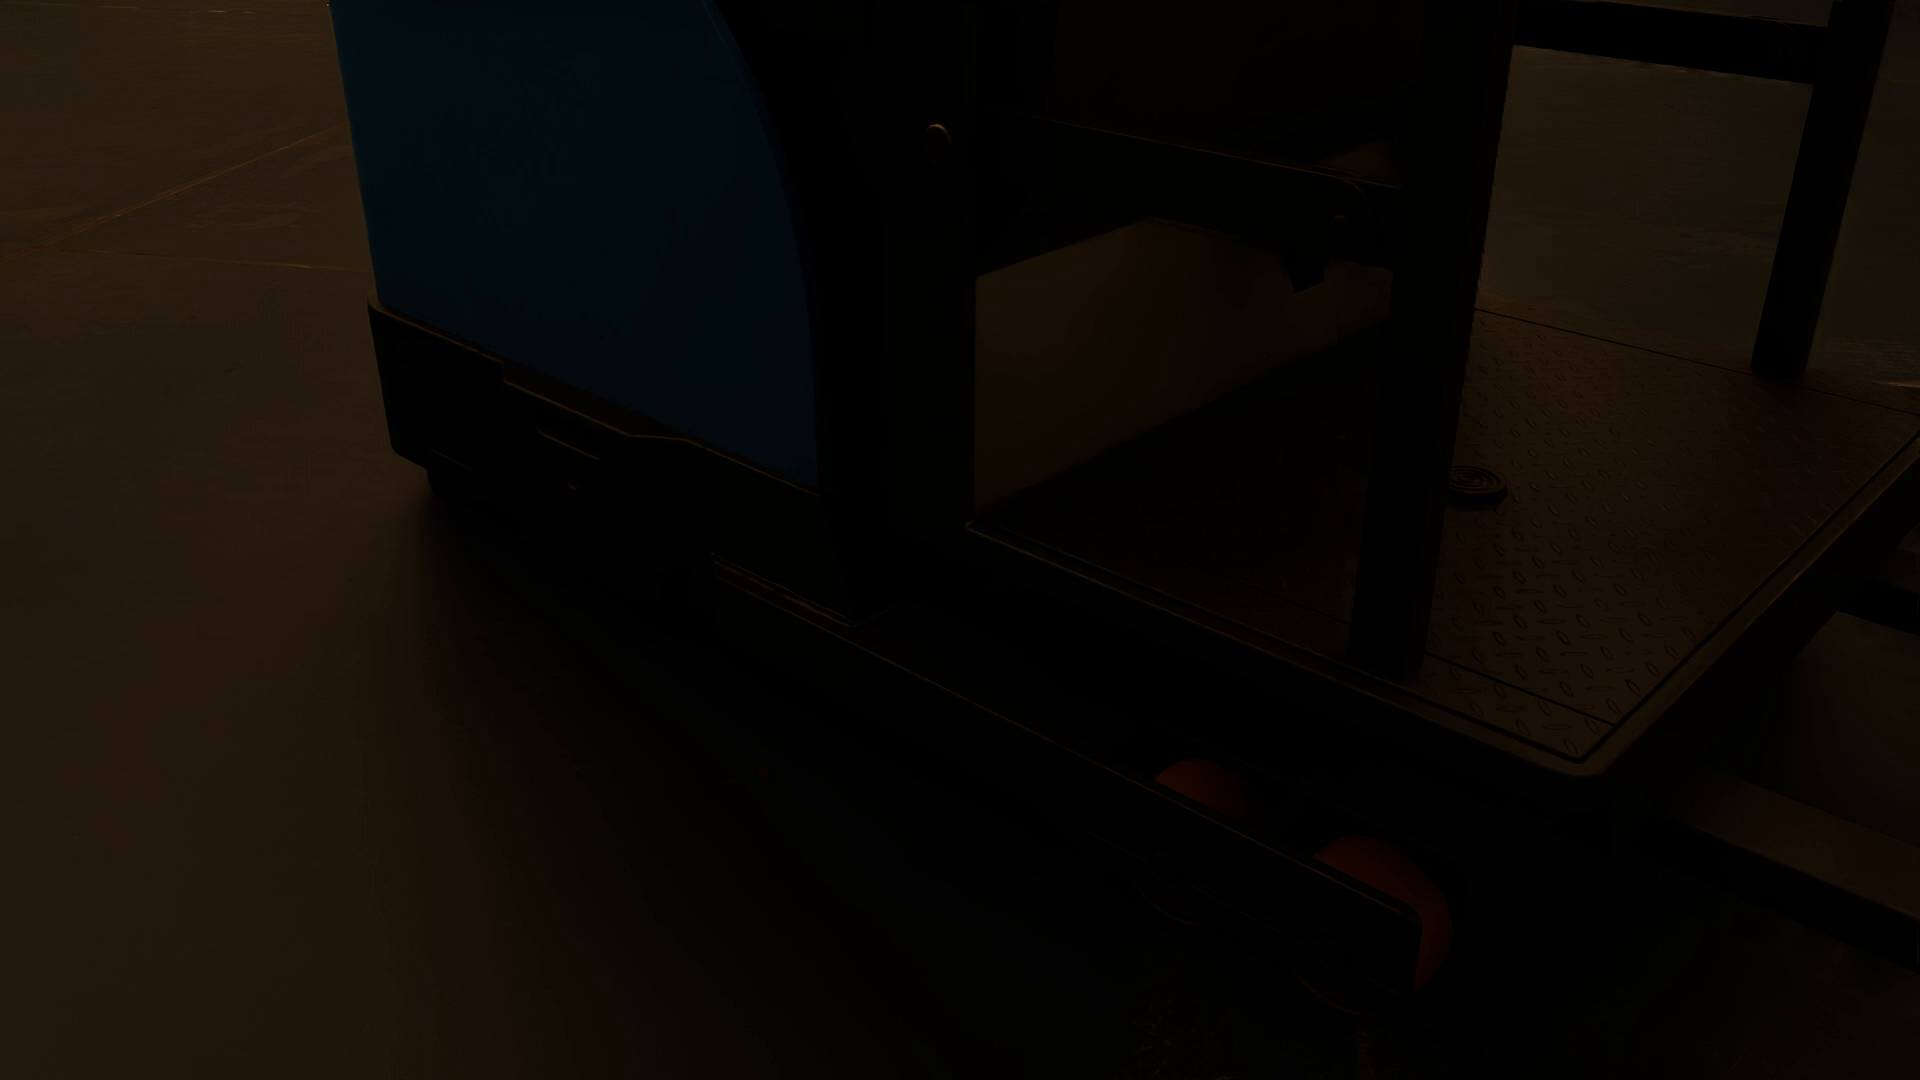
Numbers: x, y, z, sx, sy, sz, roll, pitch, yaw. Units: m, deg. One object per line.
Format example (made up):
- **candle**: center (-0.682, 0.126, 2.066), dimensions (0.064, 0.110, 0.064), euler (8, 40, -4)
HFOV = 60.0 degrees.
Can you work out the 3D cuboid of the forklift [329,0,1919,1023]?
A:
- **forklift**: center (0.516, -1.120, 1.466), dimensions (3.031, 2.935, 1.130), euler (22, 34, 37)
